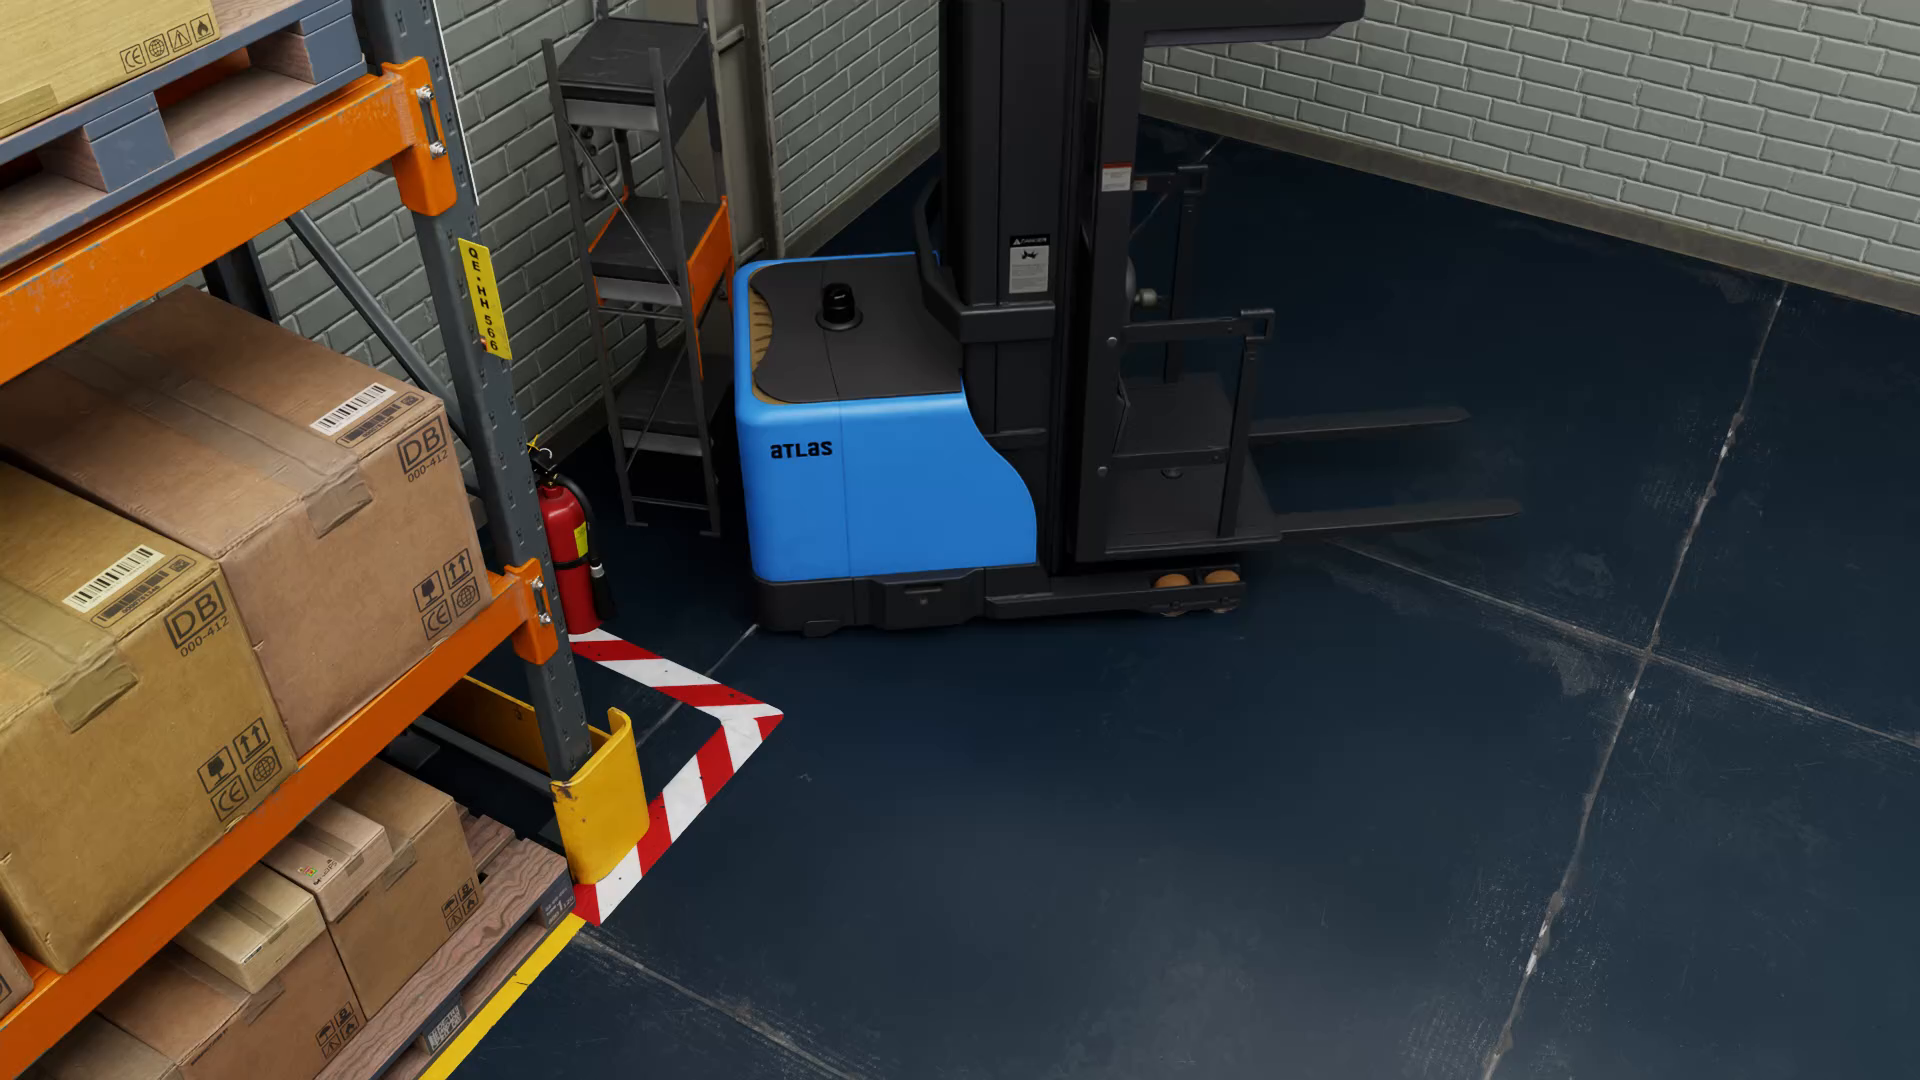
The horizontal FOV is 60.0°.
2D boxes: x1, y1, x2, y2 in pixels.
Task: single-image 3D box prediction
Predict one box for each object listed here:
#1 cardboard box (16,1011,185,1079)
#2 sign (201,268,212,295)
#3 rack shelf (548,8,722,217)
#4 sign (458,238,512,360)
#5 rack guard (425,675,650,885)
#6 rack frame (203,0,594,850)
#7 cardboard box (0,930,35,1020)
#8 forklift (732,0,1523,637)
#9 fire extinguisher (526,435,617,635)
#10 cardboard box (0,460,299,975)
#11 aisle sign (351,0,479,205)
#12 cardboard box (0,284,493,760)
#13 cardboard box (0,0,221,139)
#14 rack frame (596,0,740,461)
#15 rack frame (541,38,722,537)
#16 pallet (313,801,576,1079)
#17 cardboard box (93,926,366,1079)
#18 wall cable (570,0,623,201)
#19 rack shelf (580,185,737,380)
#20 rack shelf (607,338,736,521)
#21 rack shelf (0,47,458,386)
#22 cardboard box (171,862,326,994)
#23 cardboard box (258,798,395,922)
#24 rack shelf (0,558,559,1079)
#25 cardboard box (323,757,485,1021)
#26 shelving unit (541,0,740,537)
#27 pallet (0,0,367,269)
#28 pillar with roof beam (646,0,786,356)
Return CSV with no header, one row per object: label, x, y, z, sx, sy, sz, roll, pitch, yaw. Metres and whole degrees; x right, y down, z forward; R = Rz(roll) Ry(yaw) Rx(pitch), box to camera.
cardboard box,-2.399,1.534,4.312,0.700,0.500,0.500,19,45,21
sign,-2.111,-0.796,4.669,0.100,0.325,0.005,21,45,22
rack shelf,-1.124,-1.498,5.823,0.431,0.518,0.480,7,42,8
sign,-1.171,-0.590,4.095,0.100,0.325,0.005,21,45,22
rack guard,-1.621,0.670,5.611,1.175,0.500,0.348,21,45,22
rack frame,-1.633,-0.254,4.769,1.000,3.000,0.127,21,45,22
cardboard box,-2.624,0.781,3.366,0.980,0.700,0.700,19,45,20
forklift,0.674,-1.152,5.840,3.031,2.935,1.130,-4,42,-5
fire extinguisher,-1.158,-0.019,4.843,0.296,0.674,0.183,21,45,22
cardboard box,-2.234,0.348,3.858,0.980,0.700,0.700,21,45,22
aisle sign,-1.338,-1.172,3.844,0.394,0.787,0.004,21,45,22
cardboard box,-1.880,-0.072,4.335,0.980,0.700,0.700,23,46,24
cardboard box,-1.770,-1.012,3.080,0.500,0.250,0.500,22,46,23
rack frame,-1.078,-1.144,6.457,0.400,2.100,0.015,7,42,8
rack frame,-1.169,-0.826,6.099,0.400,2.100,0.015,7,42,8
pallet,-1.966,1.276,5.142,1.003,0.211,1.213,21,45,22
cardboard box,-2.148,1.246,4.639,0.700,0.500,0.500,21,45,22
wall cable,-1.812,-1.681,5.621,0.084,1.984,1.851,21,45,22
rack shelf,-1.123,-0.975,6.287,0.431,0.518,0.480,7,42,8
rack shelf,-1.123,-0.451,6.752,0.431,0.518,0.480,7,42,8
rack shelf,-2.634,0.034,2.716,1.077,0.370,4.000,21,45,22
cardboard box,-1.931,0.997,4.432,0.380,0.149,0.250,22,46,23
cardboard box,-1.804,0.850,4.598,0.380,0.149,0.250,20,45,22
rack shelf,-2.634,1.160,3.707,1.077,0.370,4.000,21,45,22
cardboard box,-1.897,0.960,4.964,0.700,0.500,0.500,21,45,22
shelving unit,-1.123,-0.985,6.278,0.431,2.100,0.503,7,42,8
pallet,-1.996,-0.919,3.321,1.003,0.211,1.213,21,45,22
pillar with roof beam,2.696,-2.913,3.249,9.100,9.000,0.400,21,45,22
